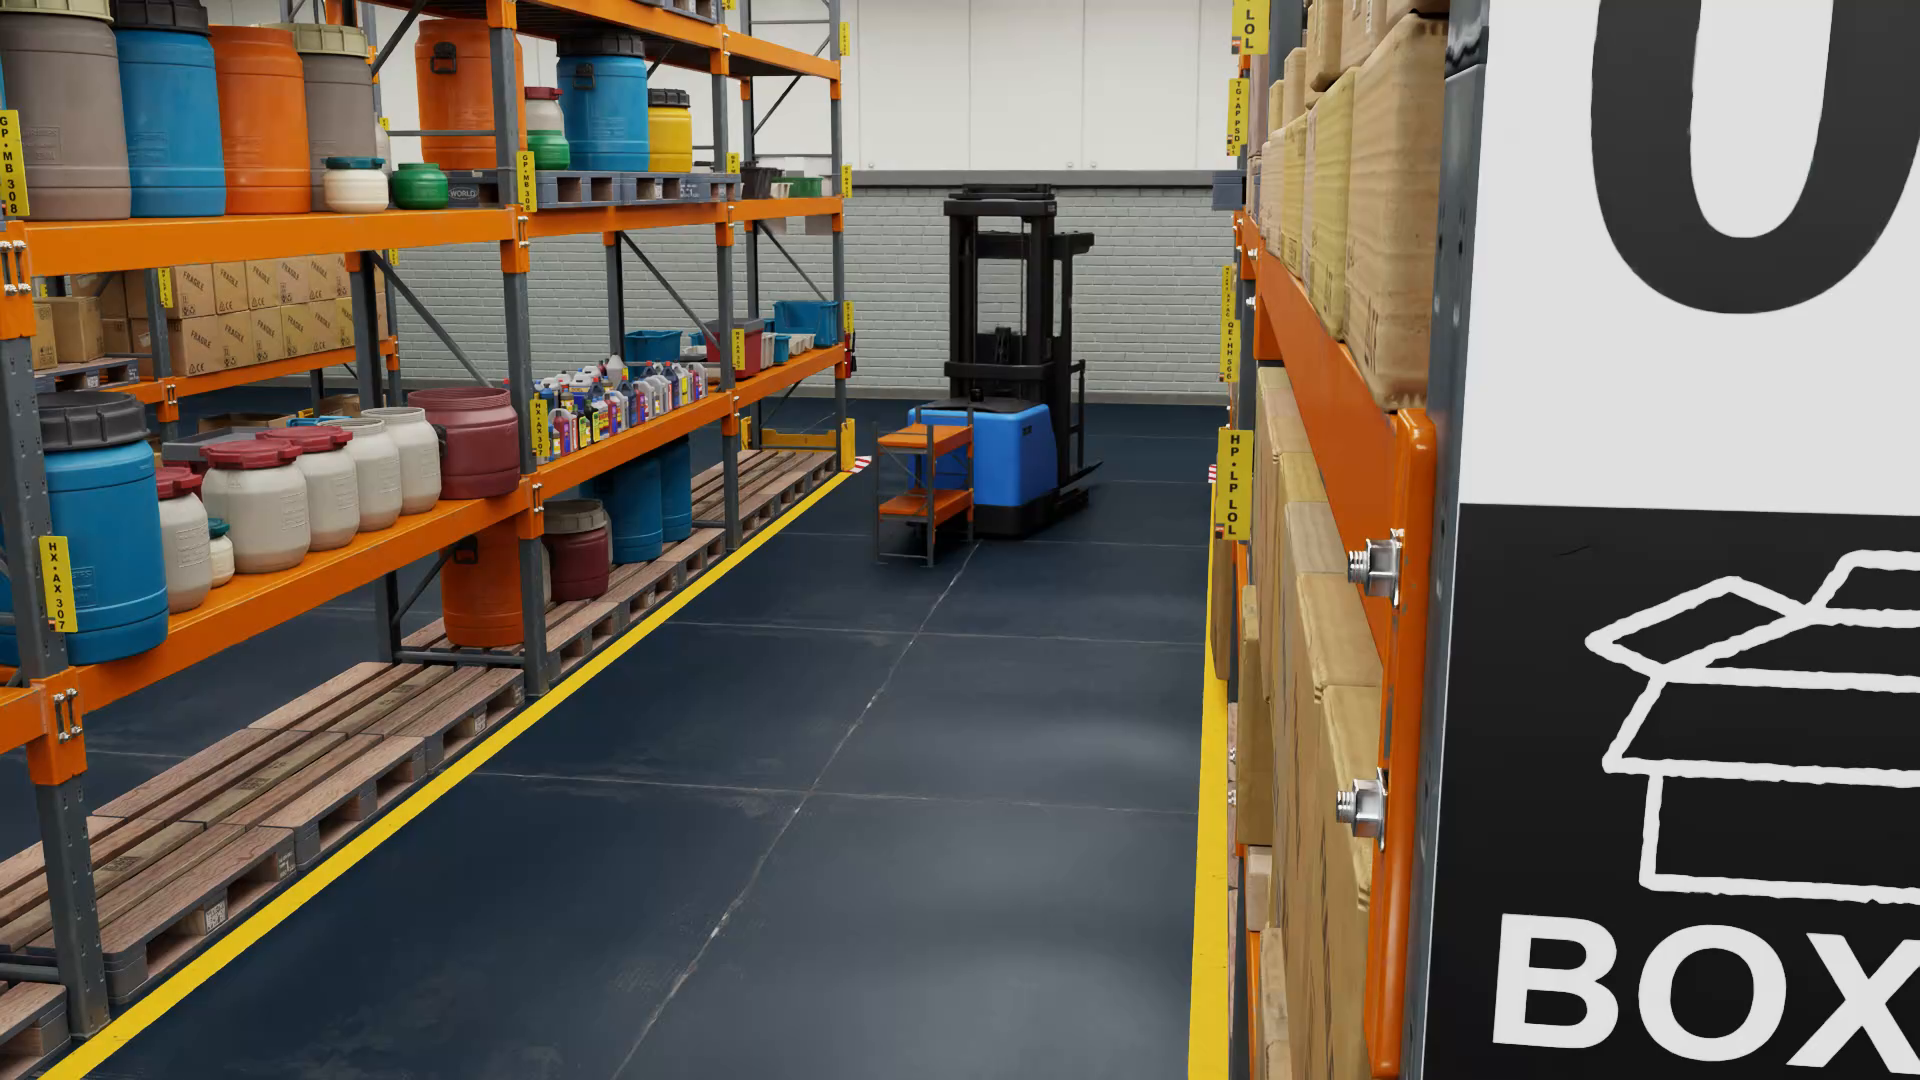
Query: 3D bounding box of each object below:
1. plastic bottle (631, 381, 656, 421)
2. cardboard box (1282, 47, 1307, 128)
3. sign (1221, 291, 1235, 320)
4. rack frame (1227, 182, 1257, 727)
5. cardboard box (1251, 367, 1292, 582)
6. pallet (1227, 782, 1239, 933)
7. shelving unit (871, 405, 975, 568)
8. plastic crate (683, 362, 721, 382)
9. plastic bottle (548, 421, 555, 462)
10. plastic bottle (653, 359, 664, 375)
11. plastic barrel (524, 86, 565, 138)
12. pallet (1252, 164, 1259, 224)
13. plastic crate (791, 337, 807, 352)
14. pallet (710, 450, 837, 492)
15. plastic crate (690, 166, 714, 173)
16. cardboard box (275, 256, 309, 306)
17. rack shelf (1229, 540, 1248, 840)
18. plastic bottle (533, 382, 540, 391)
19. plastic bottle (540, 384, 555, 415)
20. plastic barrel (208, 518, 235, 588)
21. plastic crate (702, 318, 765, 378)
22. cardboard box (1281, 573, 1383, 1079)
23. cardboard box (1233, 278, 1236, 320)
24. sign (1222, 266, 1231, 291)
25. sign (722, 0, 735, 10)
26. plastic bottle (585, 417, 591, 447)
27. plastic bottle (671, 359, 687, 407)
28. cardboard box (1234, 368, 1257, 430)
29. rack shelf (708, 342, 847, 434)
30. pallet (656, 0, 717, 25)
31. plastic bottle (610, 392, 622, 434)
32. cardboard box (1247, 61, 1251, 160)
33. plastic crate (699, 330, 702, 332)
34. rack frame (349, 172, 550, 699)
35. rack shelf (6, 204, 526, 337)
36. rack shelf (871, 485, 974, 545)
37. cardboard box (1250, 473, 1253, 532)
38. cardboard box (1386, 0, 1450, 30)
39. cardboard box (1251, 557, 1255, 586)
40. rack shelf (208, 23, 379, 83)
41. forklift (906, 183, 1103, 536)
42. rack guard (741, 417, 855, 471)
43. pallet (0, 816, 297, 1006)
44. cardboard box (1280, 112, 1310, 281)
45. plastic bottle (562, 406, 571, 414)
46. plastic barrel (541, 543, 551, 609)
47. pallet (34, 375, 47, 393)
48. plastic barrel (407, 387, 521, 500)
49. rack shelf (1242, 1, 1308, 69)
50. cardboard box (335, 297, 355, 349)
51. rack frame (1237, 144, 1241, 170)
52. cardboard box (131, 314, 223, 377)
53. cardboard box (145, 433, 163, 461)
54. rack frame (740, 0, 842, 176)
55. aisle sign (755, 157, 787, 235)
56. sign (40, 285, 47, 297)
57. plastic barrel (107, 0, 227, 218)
[{"bbox_3d":[-2.243,-0.992,11.772,0.152,0.276,0.135,2,12,9],"label":"plastic bottle"},{"bbox_3d":[0.839,-0.889,3.287,0.380,0.149,0.250,2,12,8],"label":"cardboard box"},{"bbox_3d":[2.034,-1.722,12.620,0.100,0.325,0.005,2,12,9],"label":"sign"},{"bbox_3d":[1.967,-0.410,8.774,1.000,3.000,0.127,2,12,9],"label":"rack frame"},{"bbox_3d":[1.031,-0.175,4.367,0.500,0.500,0.500,2,12,9],"label":"cardboard box"},{"bbox_3d":[1.655,1.369,7.138,1.003,0.211,1.213,2,12,9],"label":"pallet"},{"bbox_3d":[-0.289,-0.451,13.414,0.538,1.125,1.048,4,13,17],"label":"shelving unit"},{"bbox_3d":[-2.099,-1.395,13.832,0.396,0.136,0.243,2,12,9],"label":"plastic crate"},{"bbox_3d":[-2.496,-0.610,10.009,0.097,0.271,0.097,0,12,0],"label":"plastic bottle"},{"bbox_3d":[-2.272,-1.181,12.472,0.144,0.351,0.185,2,12,9],"label":"plastic bottle"},{"bbox_3d":[-2.803,-2.682,10.879,0.433,0.535,0.433,0,12,0],"label":"plastic barrel"},{"bbox_3d":[1.708,-1.293,6.197,1.213,0.211,1.003,2,12,9],"label":"pallet"},{"bbox_3d":[-1.702,-1.900,16.175,0.396,0.136,0.243,2,12,9],"label":"plastic crate"},{"bbox_3d":[-1.862,-0.702,16.749,1.003,0.211,1.213,2,12,9],"label":"pallet"},{"bbox_3d":[-2.343,-3.192,14.848,0.437,0.282,0.530,2,12,9],"label":"plastic crate"},{"bbox_3d":[-6.618,-2.513,15.922,0.500,0.500,0.500,2,12,10],"label":"cardboard box"},{"bbox_3d":[1.659,0.358,6.918,1.077,0.370,4.000,2,12,9],"label":"rack shelf"},{"bbox_3d":[-2.997,-0.971,11.686,0.097,0.271,0.097,0,12,0],"label":"plastic bottle"},{"bbox_3d":[-2.870,-0.946,11.570,0.097,0.271,0.097,0,12,0],"label":"plastic bottle"},{"bbox_3d":[-3.187,0.060,6.925,0.301,0.262,0.301,0,12,0],"label":"plastic barrel"},{"bbox_3d":[-1.927,-1.641,14.194,0.402,0.464,0.583,2,12,9],"label":"plastic crate"},{"bbox_3d":[0.648,0.346,1.952,0.500,0.500,0.500,2,12,9],"label":"cardboard box"},{"bbox_3d":[2.389,-1.785,13.027,0.500,0.500,0.500,2,12,10],"label":"cardboard box"},{"bbox_3d":[2.650,-2.556,16.491,0.100,0.325,0.005,2,12,9],"label":"sign"},{"bbox_3d":[-1.769,-4.215,12.688,0.100,0.325,0.005,2,12,9],"label":"sign"},{"bbox_3d":[-2.405,-0.700,10.593,0.097,0.201,0.097,0,12,0],"label":"plastic bottle"},{"bbox_3d":[-2.130,-1.177,12.450,0.144,0.351,0.185,2,12,9],"label":"plastic bottle"},{"bbox_3d":[1.957,-0.781,10.260,0.500,0.500,0.500,1,12,7],"label":"cardboard box"},{"bbox_3d":[-2.004,-1.467,15.390,1.077,0.370,4.000,2,12,9],"label":"rack shelf"},{"bbox_3d":[-2.409,-3.874,12.008,1.003,0.211,1.213,2,12,9],"label":"pallet"},{"bbox_3d":[-2.319,-0.850,11.125,0.097,0.271,0.097,0,12,0],"label":"plastic bottle"},{"bbox_3d":[1.641,-2.080,7.979,0.500,0.500,0.500,2,12,9],"label":"cardboard box"},{"bbox_3d":[-2.262,-1.868,15.797,0.416,0.233,0.300,2,12,9],"label":"plastic crate"},{"bbox_3d":[-2.927,-0.570,9.519,1.000,3.000,0.127,2,12,9],"label":"rack frame"},{"bbox_3d":[-3.235,-1.268,7.347,1.077,0.370,4.000,2,12,9],"label":"rack shelf"},{"bbox_3d":[-0.289,-0.212,13.465,0.538,0.278,1.000,4,13,17],"label":"rack shelf"},{"bbox_3d":[1.482,-0.200,7.161,0.500,0.250,0.500,2,12,7],"label":"cardboard box"},{"bbox_3d":[0.471,-0.400,1.019,0.380,0.149,0.250,2,12,9],"label":"cardboard box"},{"bbox_3d":[1.222,0.320,4.443,0.875,0.500,0.500,2,12,9],"label":"cardboard box"},{"bbox_3d":[-6.898,-4.560,15.507,1.077,0.370,4.000,2,12,9],"label":"rack shelf"},{"bbox_3d":[0.556,-1.735,15.087,1.130,2.935,3.031,5,13,21],"label":"forklift"},{"bbox_3d":[-1.706,-1.019,17.535,1.175,0.500,0.348,2,12,9],"label":"rack guard"},{"bbox_3d":[-3.460,1.461,6.713,1.003,0.211,1.213,2,12,9],"label":"pallet"},{"bbox_3d":[0.793,-0.561,2.713,0.500,0.250,0.500,2,12,8],"label":"cardboard box"},{"bbox_3d":[-2.485,-0.708,10.465,0.097,0.271,0.097,0,12,0],"label":"plastic bottle"},{"bbox_3d":[-2.870,0.218,10.770,0.421,0.512,0.421,0,12,0],"label":"plastic barrel"},{"bbox_3d":[-7.526,-1.043,12.166,1.003,0.211,1.213,2,12,9],"label":"pallet"},{"bbox_3d":[-2.699,-0.530,9.011,0.600,0.536,0.708,2,12,9],"label":"plastic barrel"},{"bbox_3d":[2.275,-3.211,10.192,1.077,0.370,4.000,2,12,9],"label":"rack shelf"},{"bbox_3d":[-6.467,-2.235,17.009,0.500,0.500,0.500,2,12,9],"label":"cardboard box"},{"bbox_3d":[3.197,-5.008,15.869,1.000,3.000,0.127,2,12,9],"label":"rack frame"},{"bbox_3d":[-6.858,-1.710,14.571,0.500,0.500,0.500,2,12,10],"label":"cardboard box"},{"bbox_3d":[-7.398,-0.685,14.941,0.500,0.500,0.500,2,12,9],"label":"cardboard box"},{"bbox_3d":[-1.697,-5.168,16.614,1.000,3.000,0.127,2,12,9],"label":"rack frame"},{"bbox_3d":[-1.979,-3.531,17.086,0.394,0.787,0.004,2,12,9],"label":"aisle sign"},{"bbox_3d":[-7.743,-2.003,14.114,0.100,0.325,0.005,2,12,9],"label":"sign"},{"bbox_3d":[-3.477,-1.834,7.073,0.600,0.901,0.708,2,12,9],"label":"plastic barrel"}]
